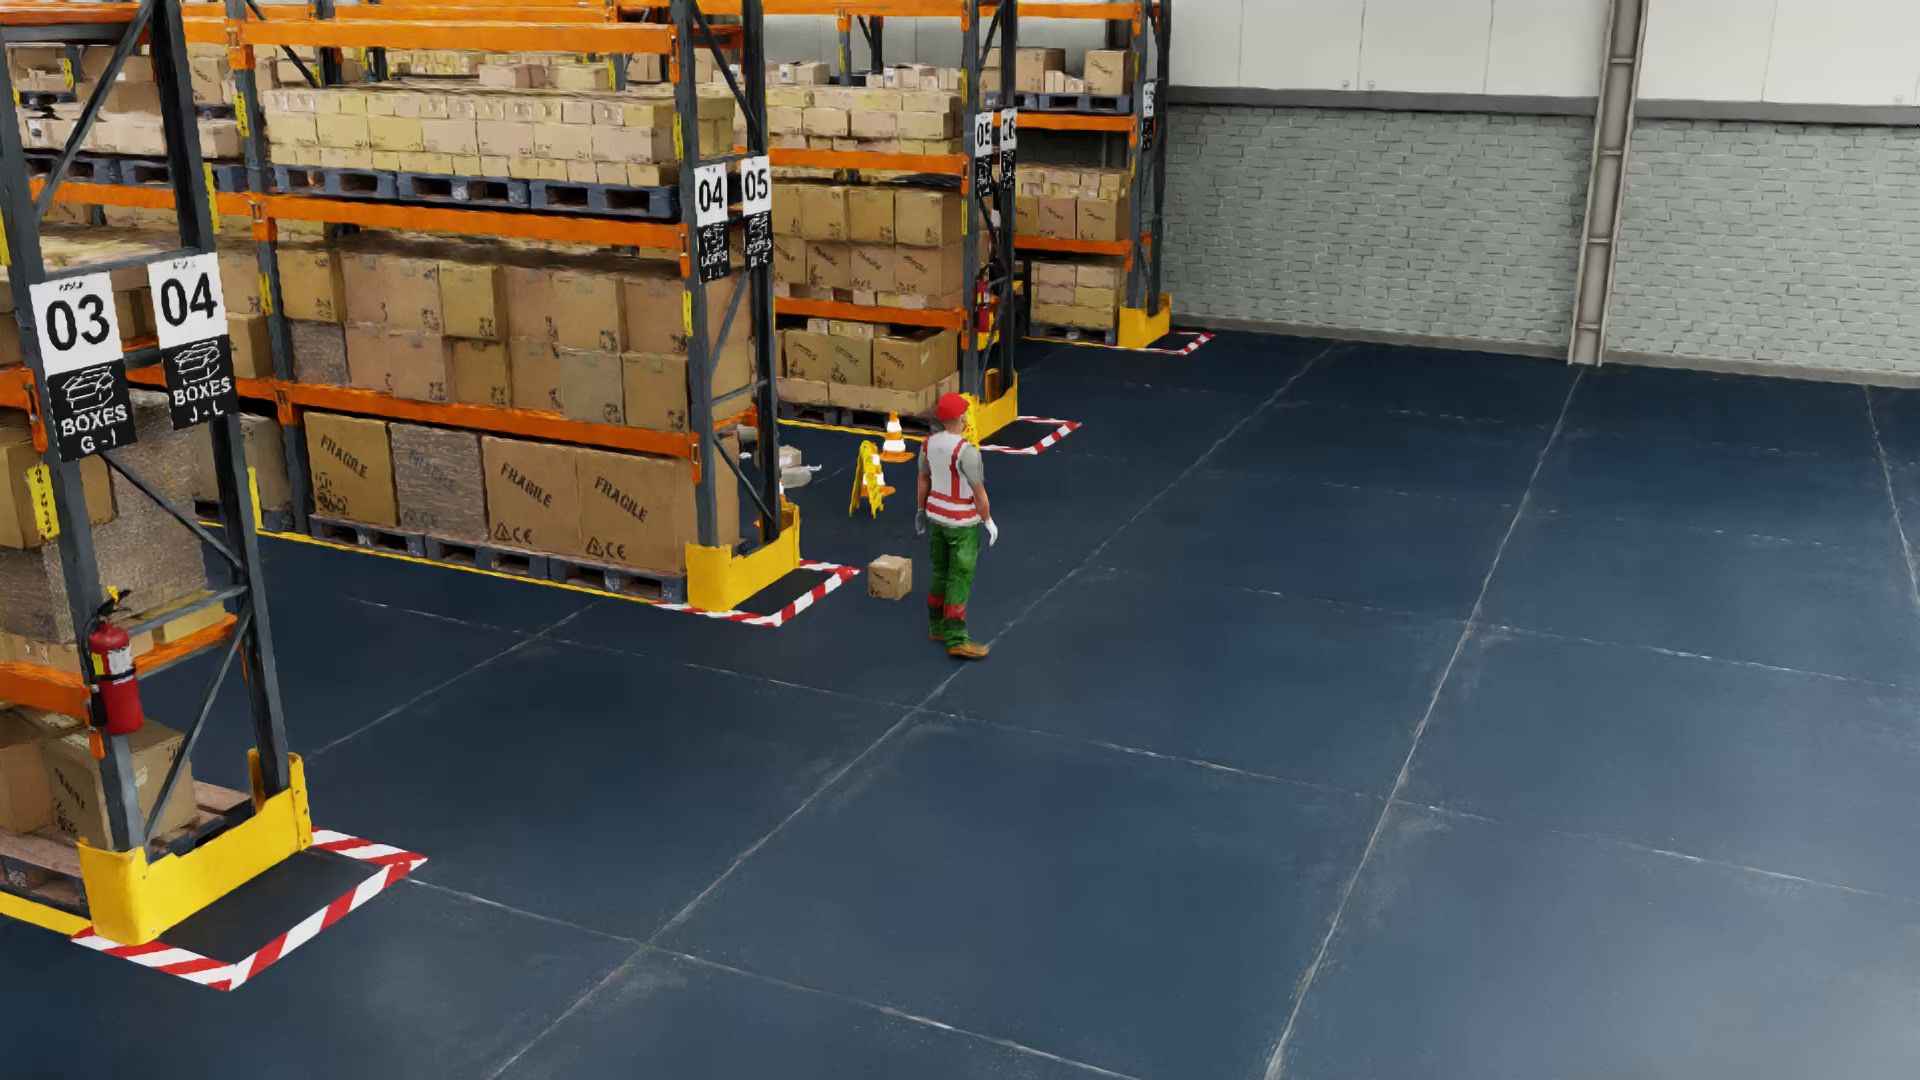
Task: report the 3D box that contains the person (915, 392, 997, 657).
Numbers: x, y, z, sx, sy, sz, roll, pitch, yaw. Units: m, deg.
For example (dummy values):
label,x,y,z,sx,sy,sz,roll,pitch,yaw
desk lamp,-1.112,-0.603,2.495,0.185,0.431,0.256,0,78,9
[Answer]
label,x,y,z,sx,sy,sz,roll,pitch,yaw
person,-0.027,-0.127,11.342,0.411,1.797,0.677,-16,24,-38
